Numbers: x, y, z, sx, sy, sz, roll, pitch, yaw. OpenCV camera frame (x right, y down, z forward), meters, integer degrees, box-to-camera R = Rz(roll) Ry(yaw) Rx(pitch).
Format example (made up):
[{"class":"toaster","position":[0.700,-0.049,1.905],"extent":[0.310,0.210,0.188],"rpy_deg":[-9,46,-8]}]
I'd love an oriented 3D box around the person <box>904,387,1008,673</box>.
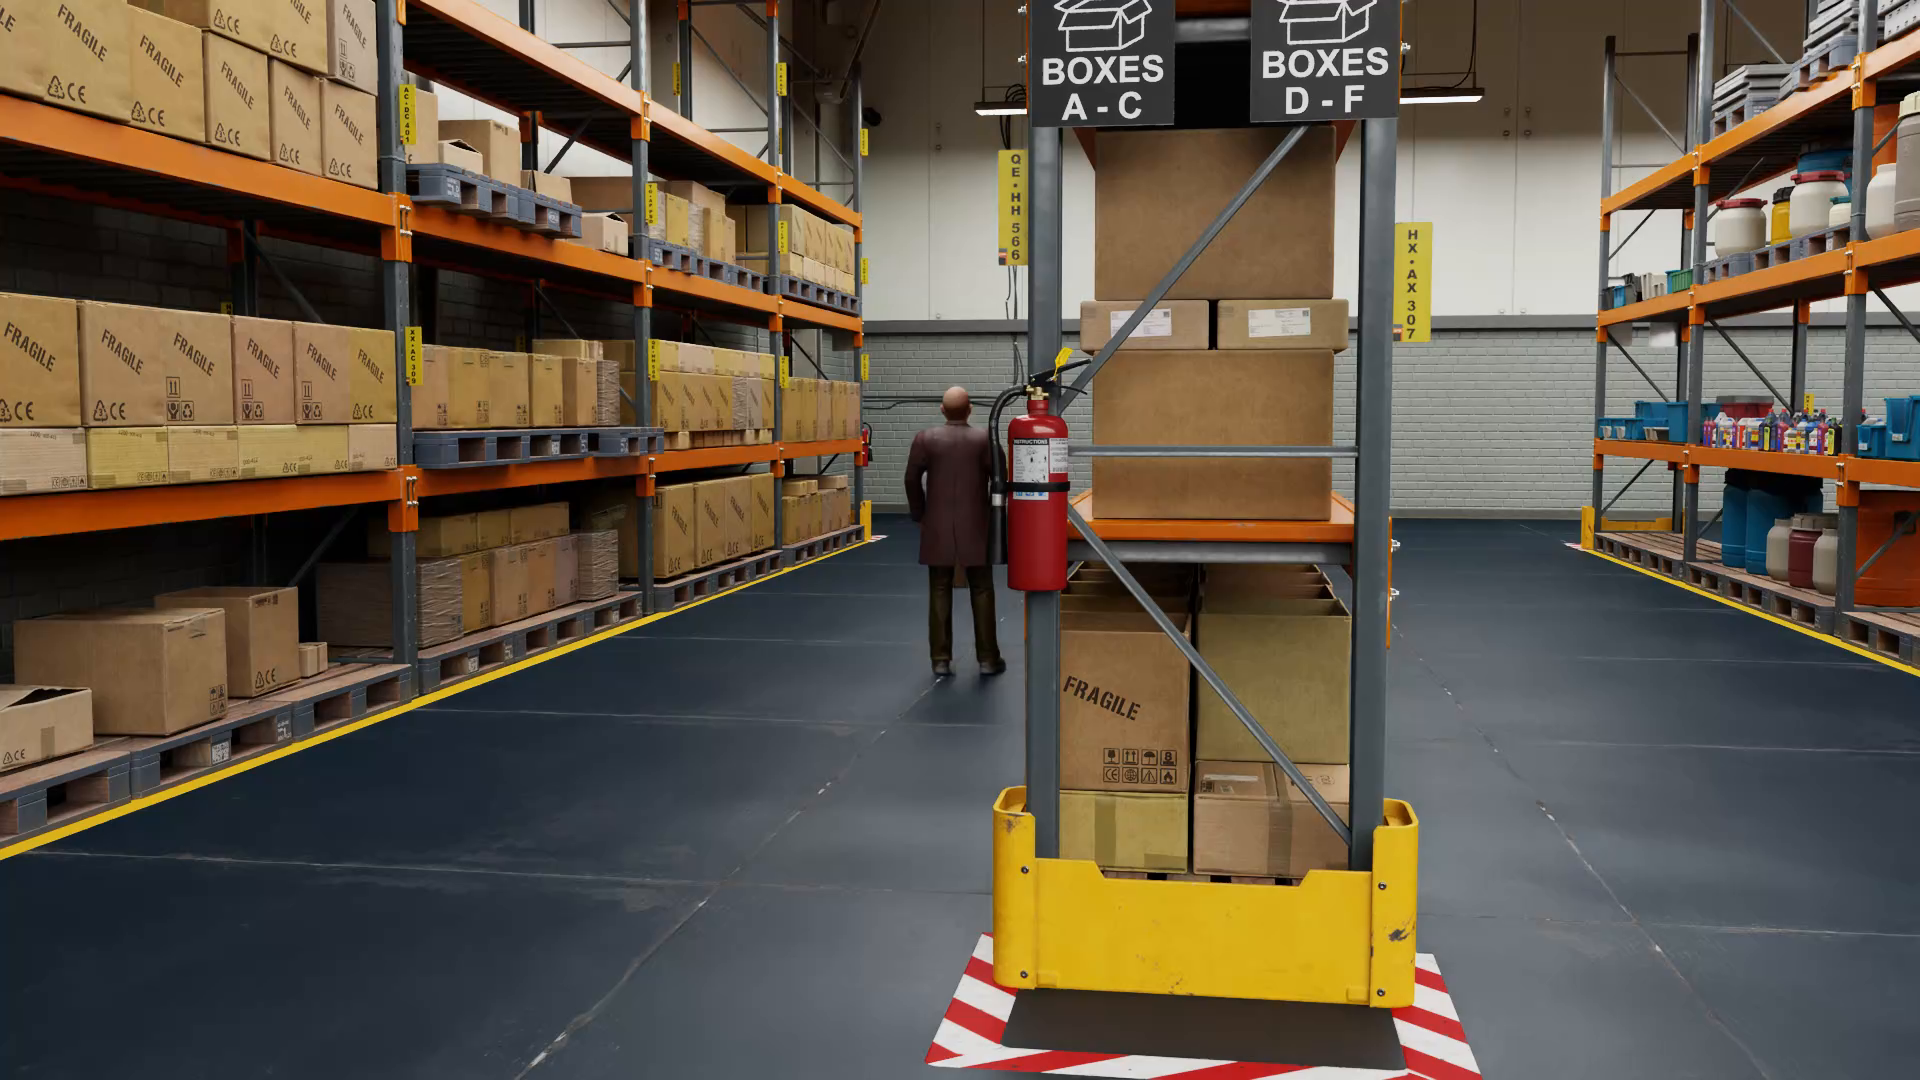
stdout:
[{"class":"person","position":[-0.008,-0.068,10.431],"extent":[0.661,1.777,0.441],"rpy_deg":[1,4,8]}]
